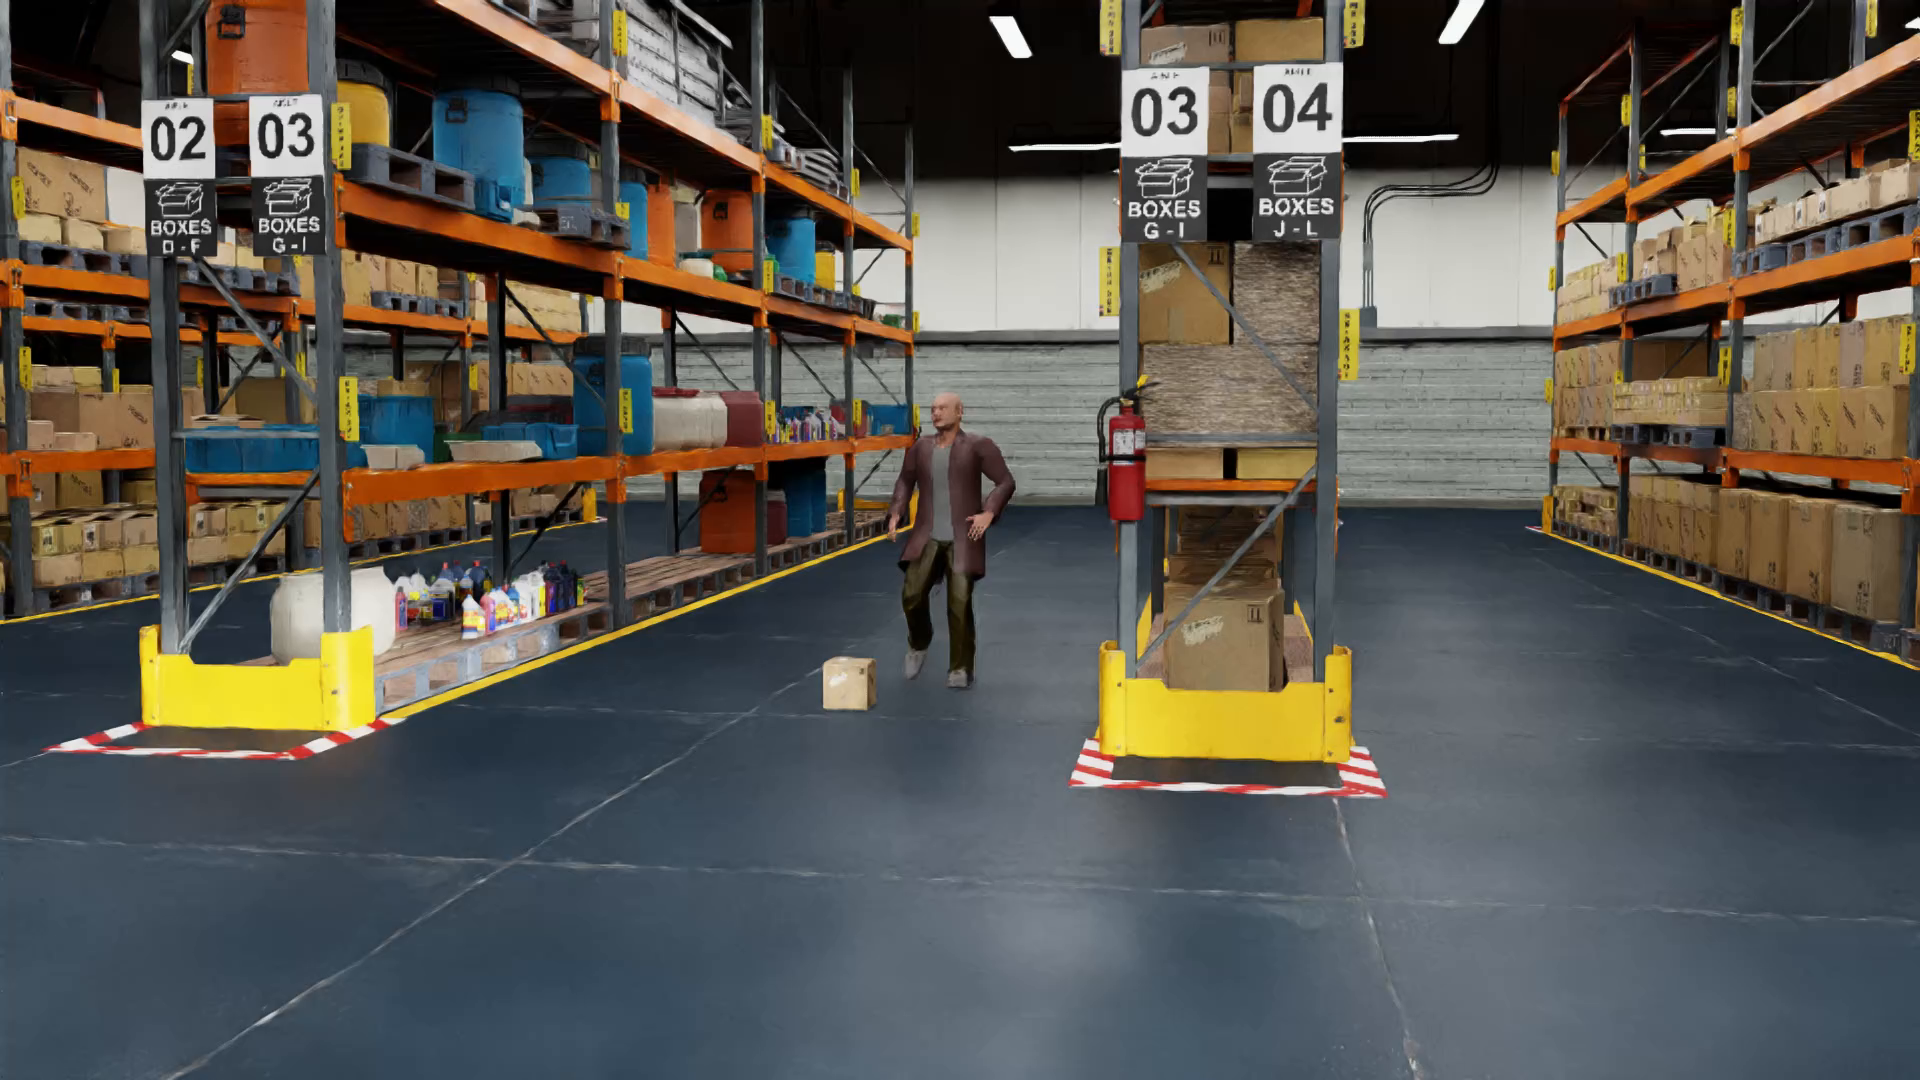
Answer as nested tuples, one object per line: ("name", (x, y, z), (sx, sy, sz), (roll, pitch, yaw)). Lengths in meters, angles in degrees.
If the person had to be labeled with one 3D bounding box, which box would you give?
("person", (-0.074, -0.004, 9.867), (0.785, 1.750, 0.517), (1, 4, 14))
